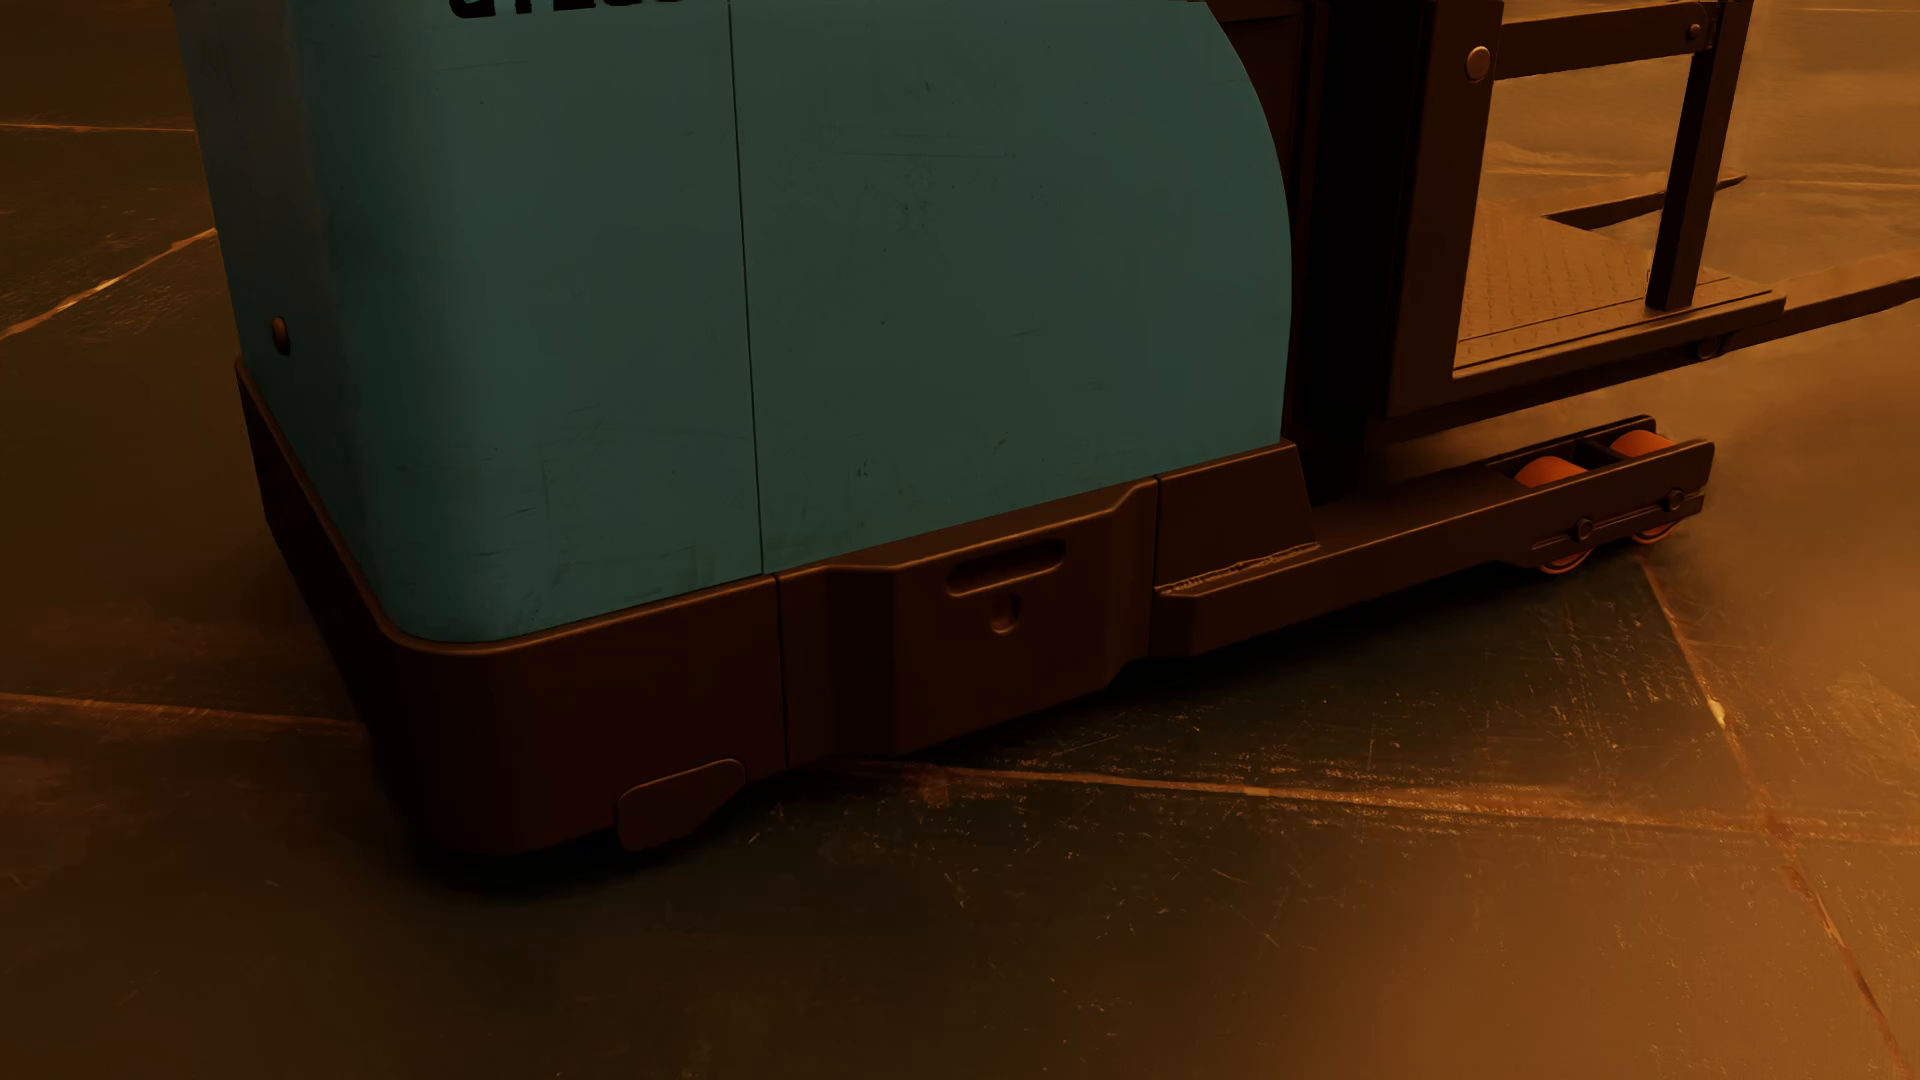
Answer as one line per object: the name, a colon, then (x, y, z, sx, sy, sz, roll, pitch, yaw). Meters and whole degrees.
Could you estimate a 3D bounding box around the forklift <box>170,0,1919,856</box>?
forklift: (0.526, -1.451, 2.124, 3.031, 2.935, 1.130, -15, 30, -27)
